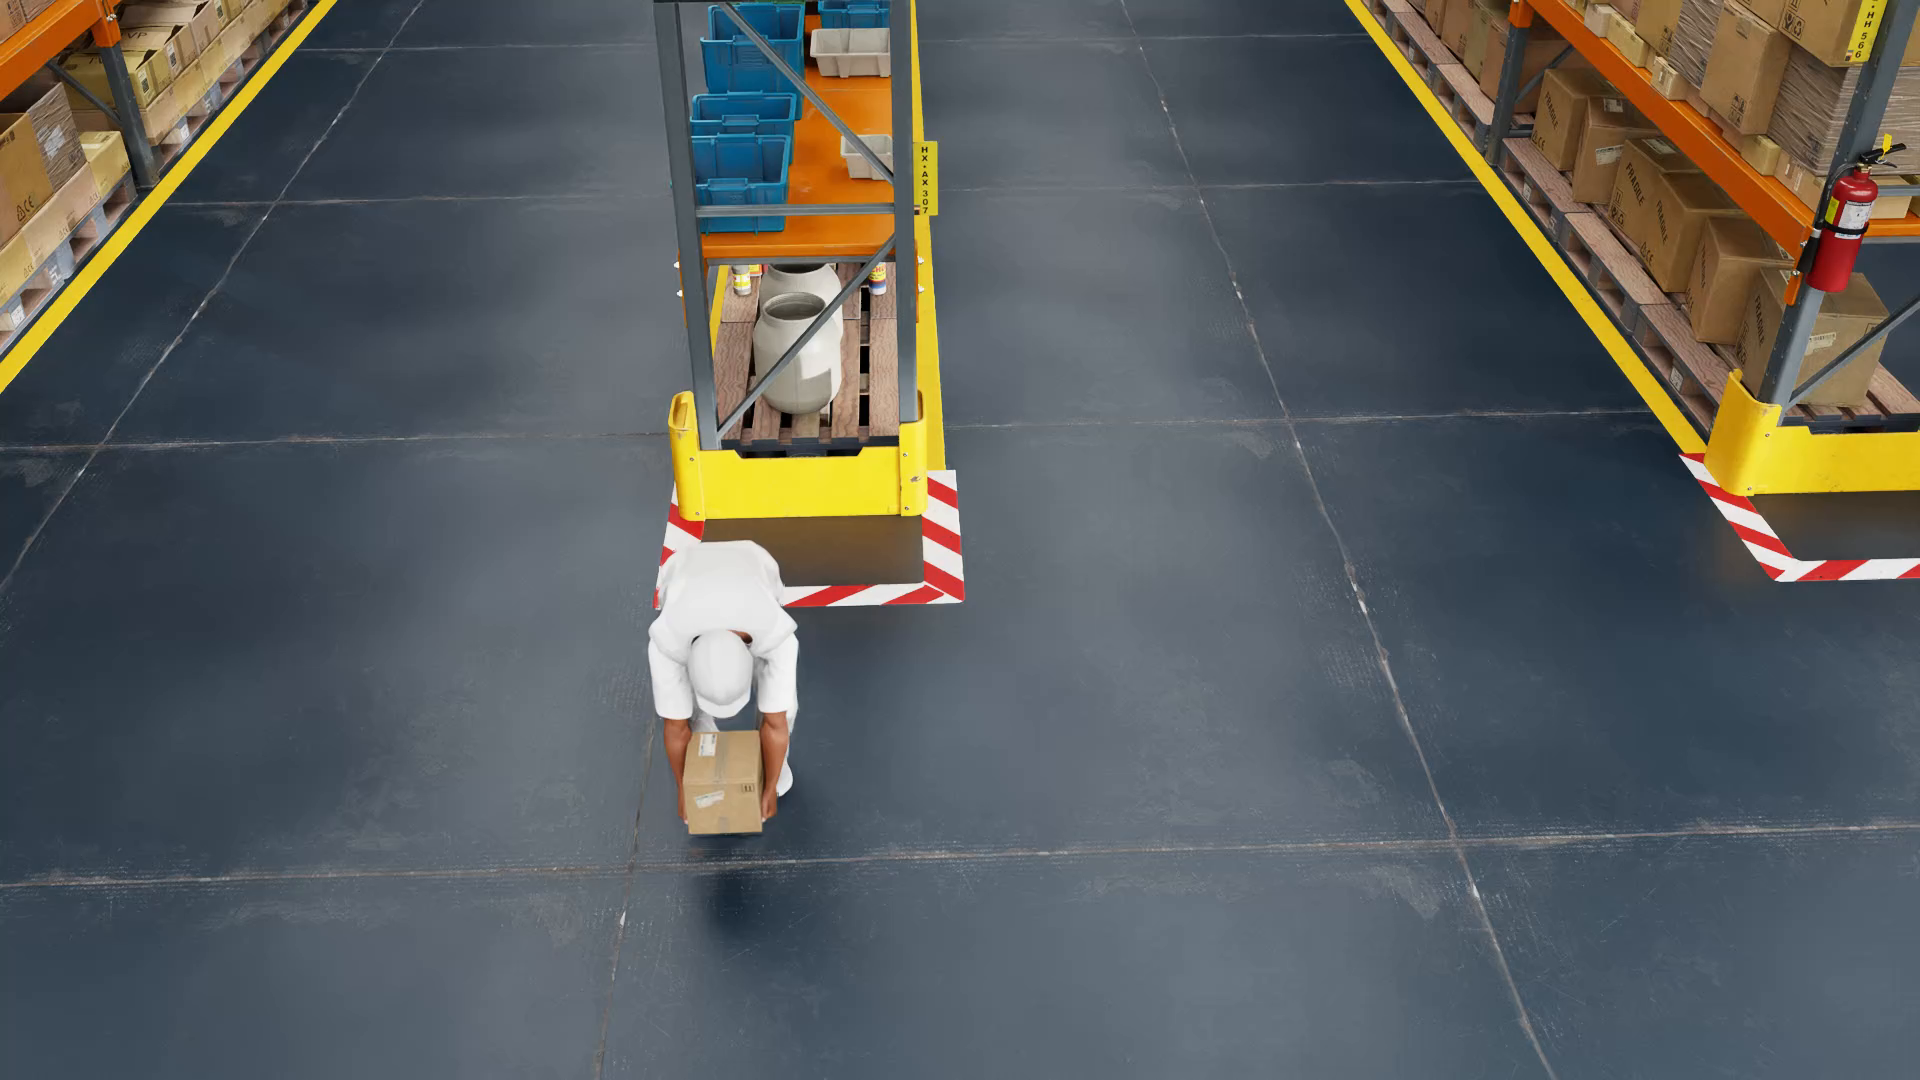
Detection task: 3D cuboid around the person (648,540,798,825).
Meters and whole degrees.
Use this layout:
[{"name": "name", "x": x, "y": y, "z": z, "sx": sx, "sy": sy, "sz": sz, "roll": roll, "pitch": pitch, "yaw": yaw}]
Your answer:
[{"name": "person", "x": -0.817, "y": 0.553, "z": 5.914, "sx": 0.514, "sy": 1.101, "sz": 0.965, "roll": -3, "pitch": 35, "yaw": -4}]
